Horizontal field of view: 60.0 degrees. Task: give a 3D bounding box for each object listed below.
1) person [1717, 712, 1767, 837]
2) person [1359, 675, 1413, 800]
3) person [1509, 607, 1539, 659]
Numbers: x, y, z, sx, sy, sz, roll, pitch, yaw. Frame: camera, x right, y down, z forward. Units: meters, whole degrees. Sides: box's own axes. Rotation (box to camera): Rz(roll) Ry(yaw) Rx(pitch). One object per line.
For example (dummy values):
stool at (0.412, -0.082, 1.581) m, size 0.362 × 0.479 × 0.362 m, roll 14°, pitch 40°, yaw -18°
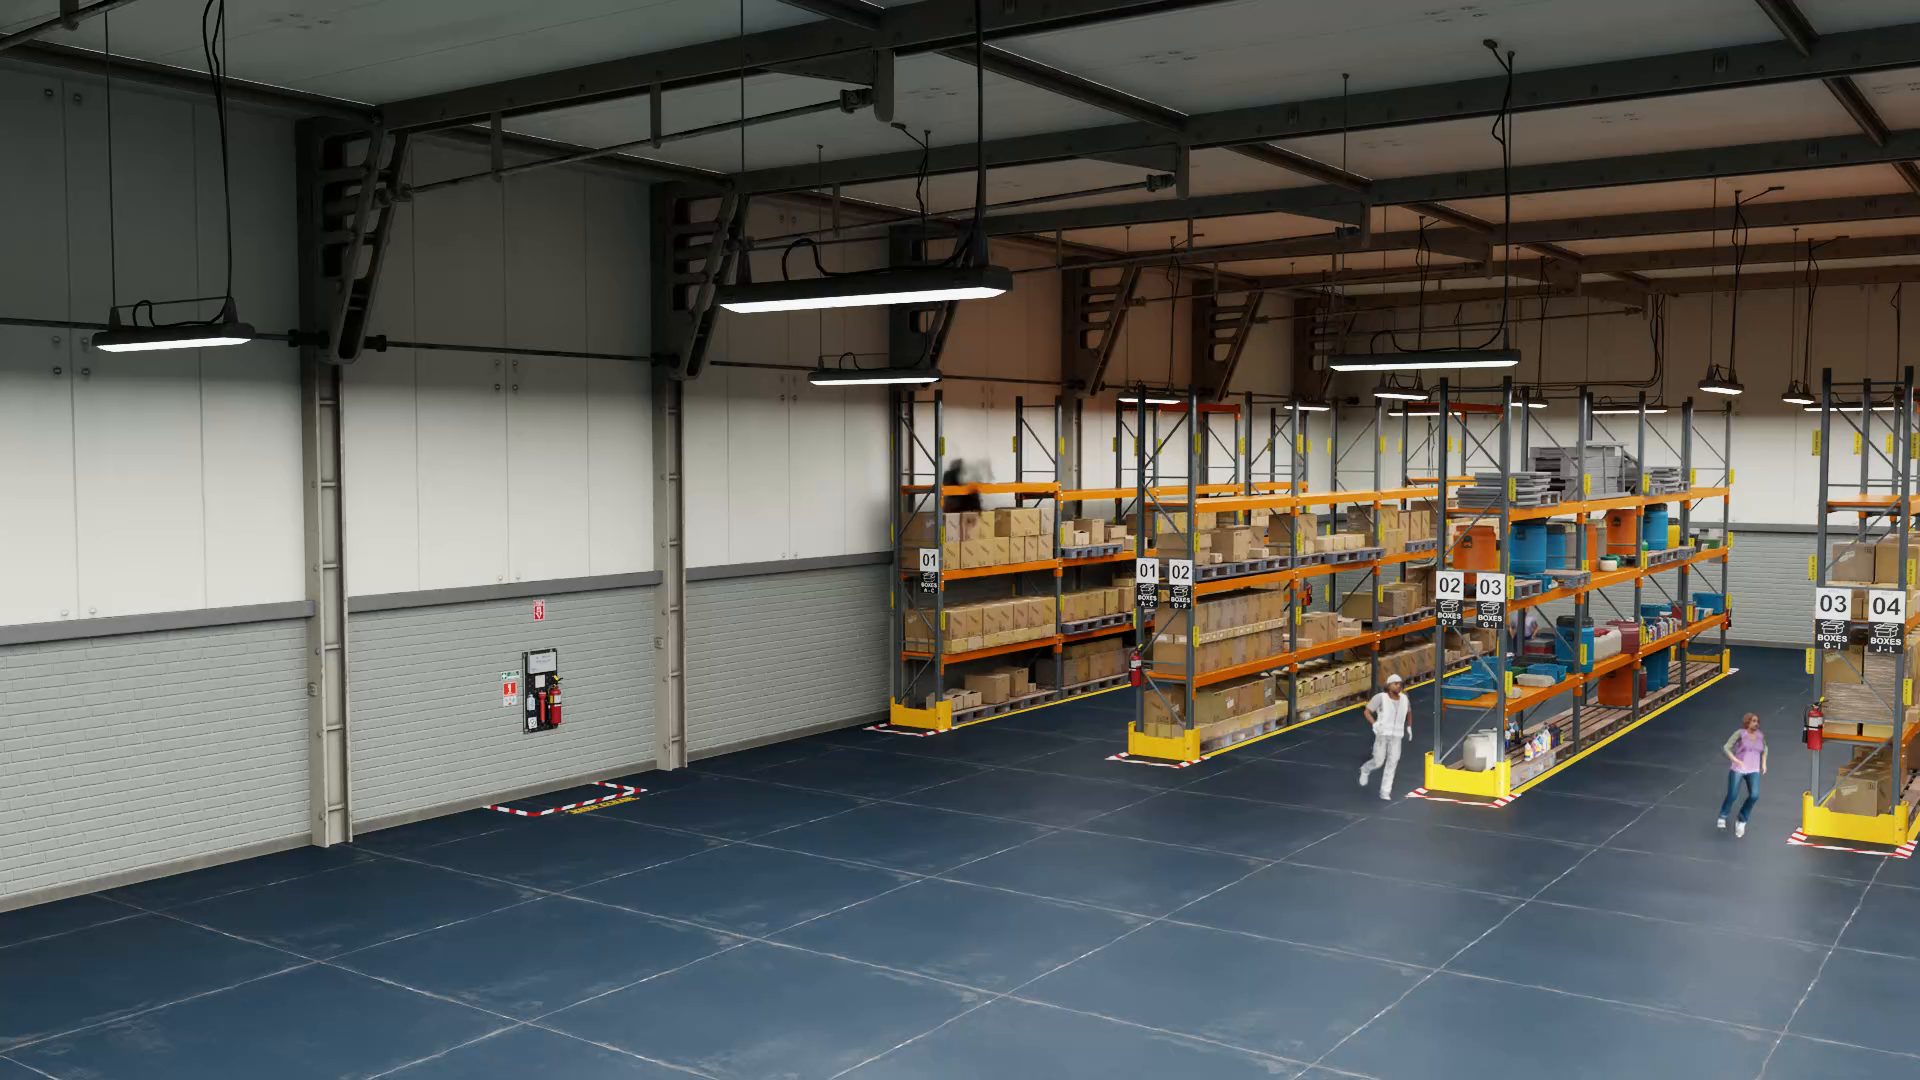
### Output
person at (10.163, 3.012, 21.494) m, size 0.602 × 1.586 × 0.613 m, roll 0°, pitch 3°, yaw 7°
person at (6.161, 2.794, 23.793) m, size 0.743 × 1.733 × 0.872 m, roll 0°, pitch 3°, yaw -8°
person at (12.113, 2.200, 35.731) m, size 0.612 × 1.616 × 0.666 m, roll 1°, pitch 4°, yaw 24°
